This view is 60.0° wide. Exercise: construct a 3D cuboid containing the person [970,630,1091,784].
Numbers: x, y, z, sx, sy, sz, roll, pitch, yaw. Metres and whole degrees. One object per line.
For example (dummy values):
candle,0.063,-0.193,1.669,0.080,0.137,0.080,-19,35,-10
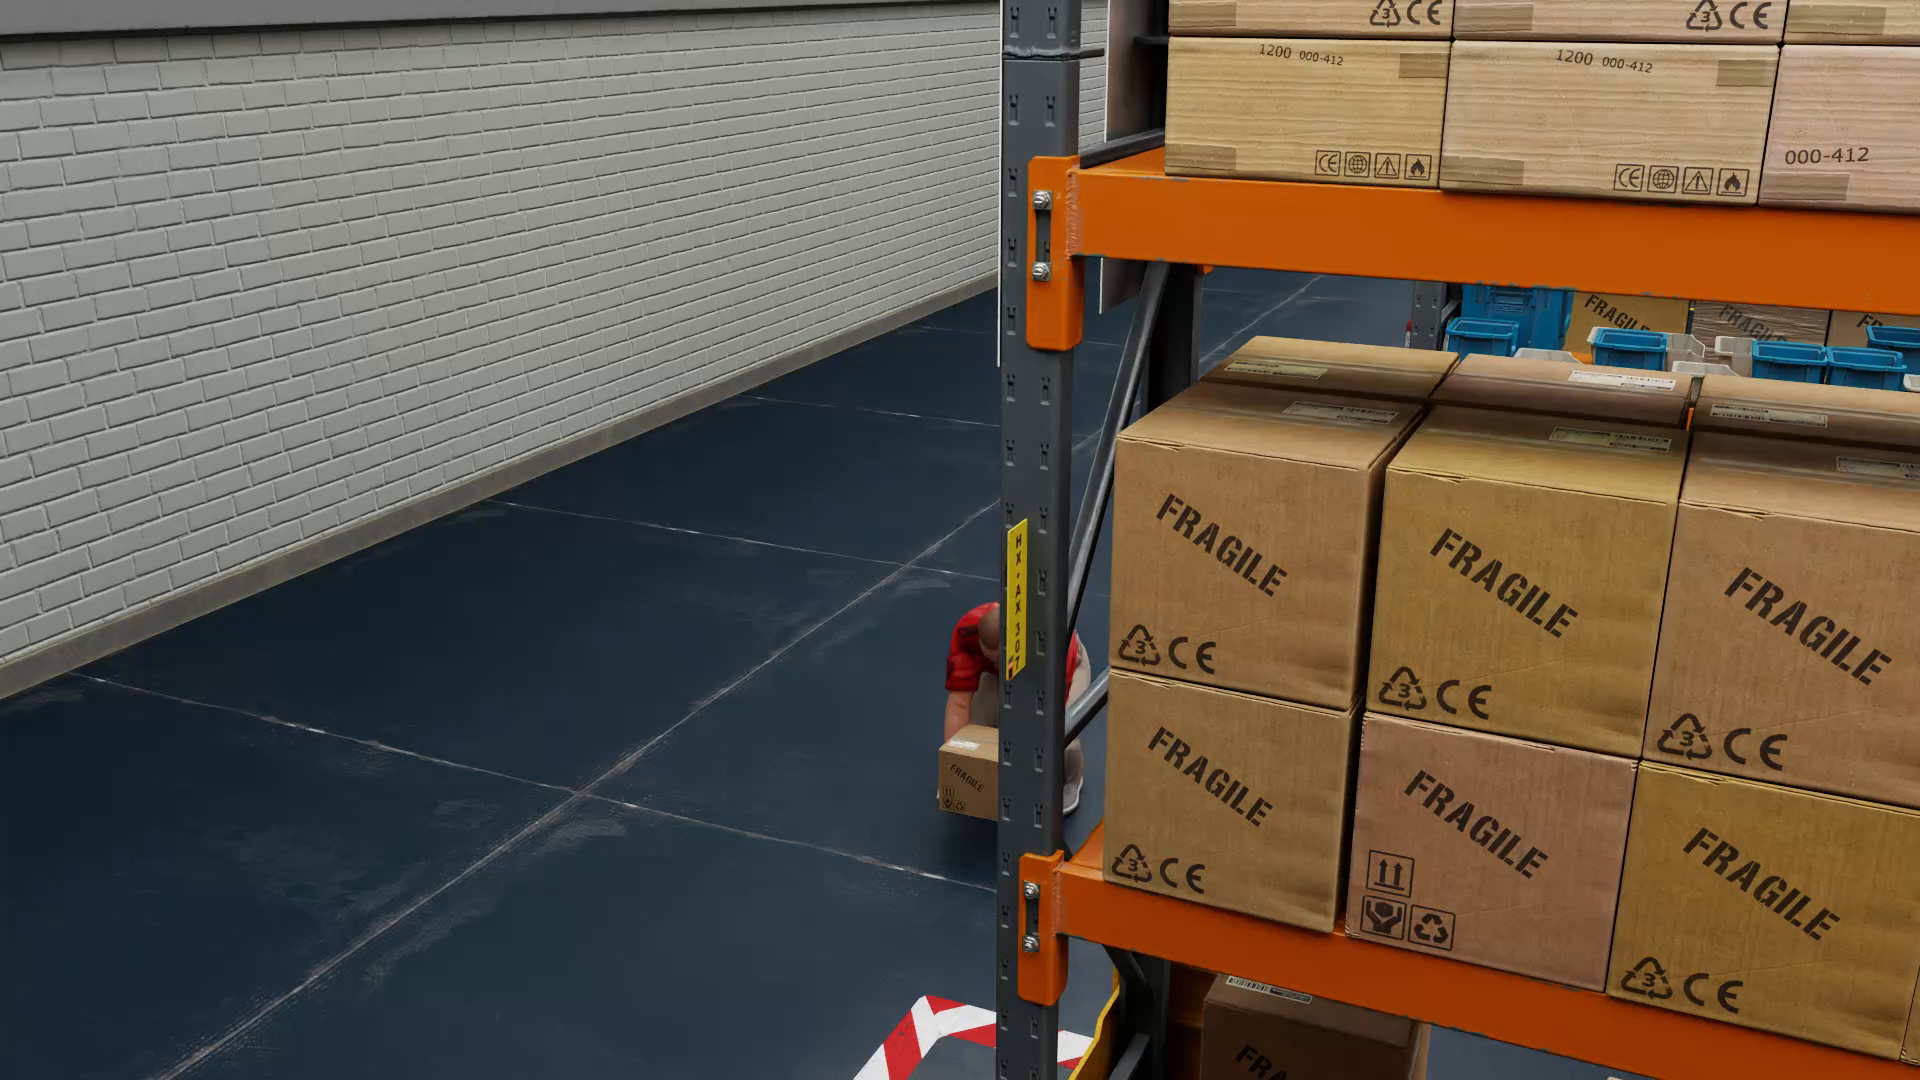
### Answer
person,0.239,0.610,6.492,0.527,0.856,0.823,8,20,21
